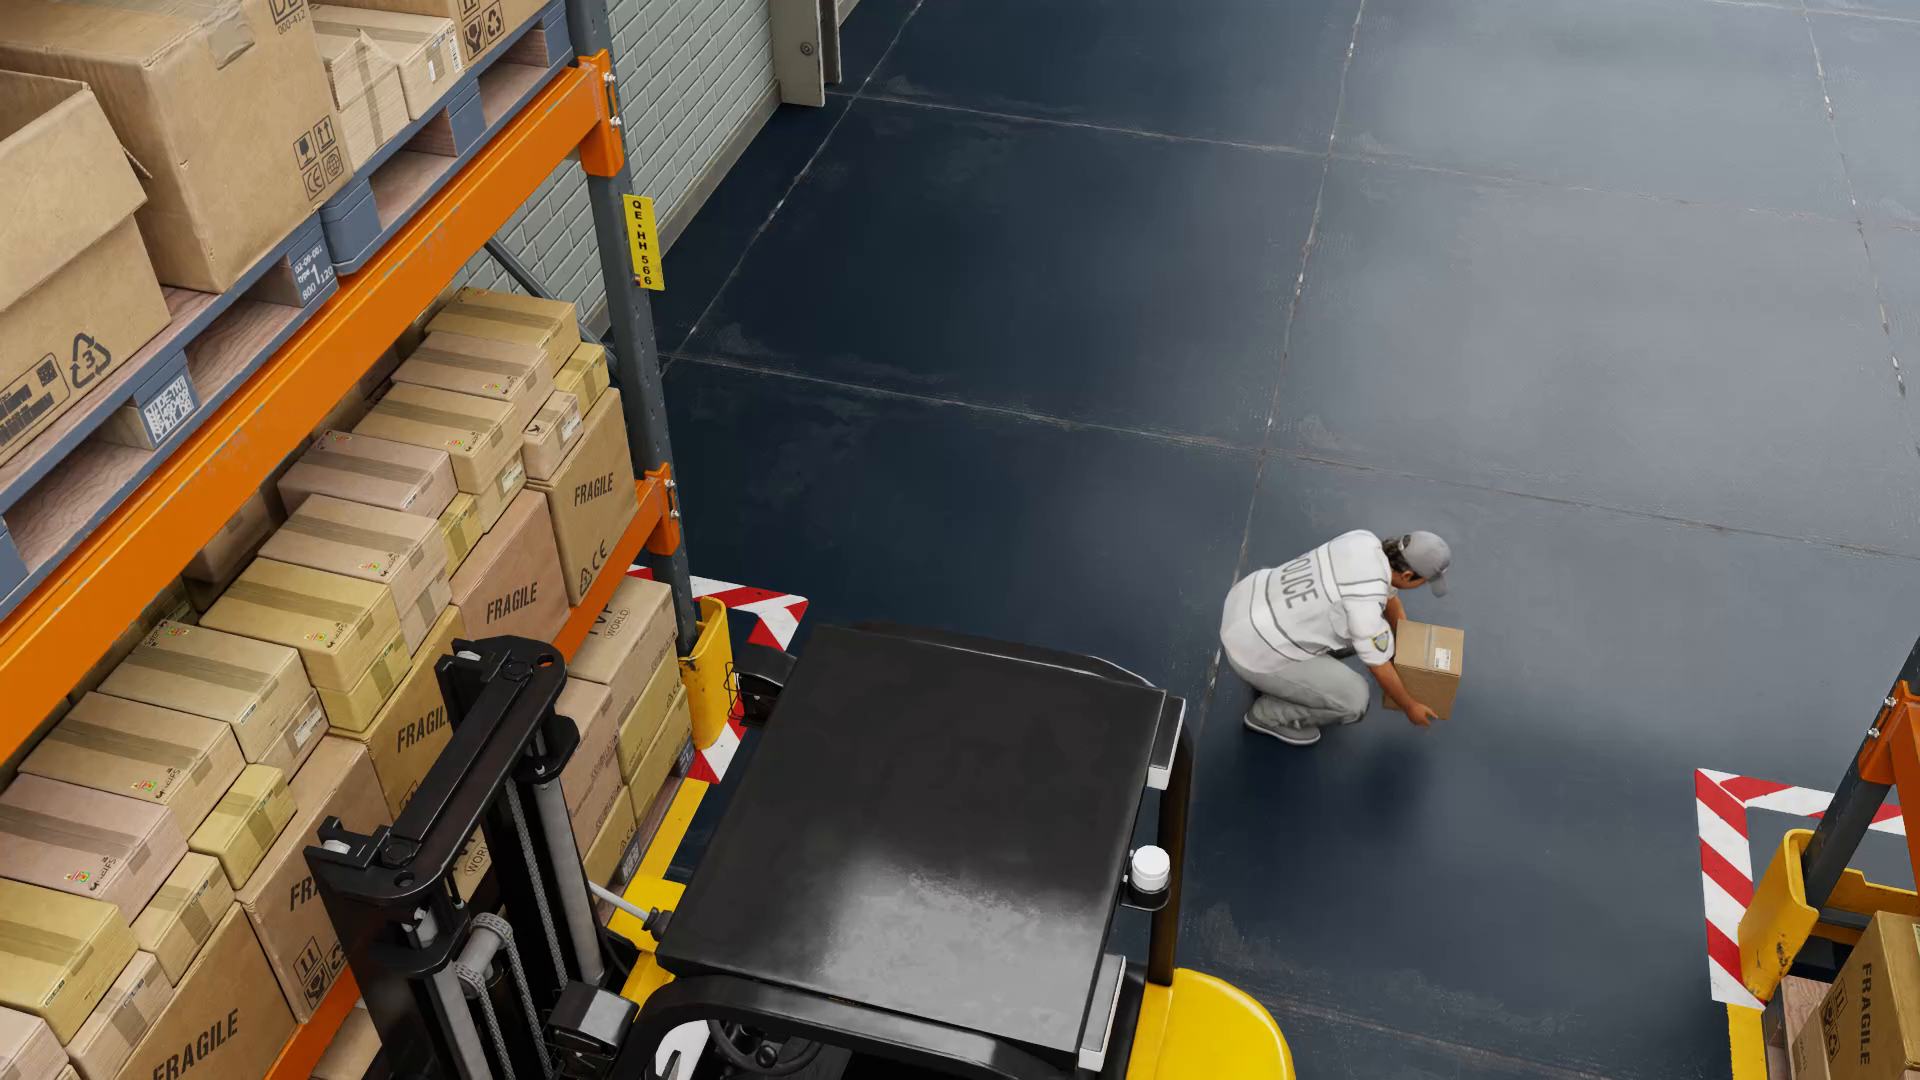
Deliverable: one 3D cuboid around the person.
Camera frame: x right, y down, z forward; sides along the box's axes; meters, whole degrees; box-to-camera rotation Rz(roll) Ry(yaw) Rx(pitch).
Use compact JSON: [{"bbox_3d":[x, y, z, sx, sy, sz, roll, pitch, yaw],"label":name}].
[{"bbox_3d":[1.308,0.330,6.379,0.600,0.812,0.522,9,42,11],"label":"person"}]
